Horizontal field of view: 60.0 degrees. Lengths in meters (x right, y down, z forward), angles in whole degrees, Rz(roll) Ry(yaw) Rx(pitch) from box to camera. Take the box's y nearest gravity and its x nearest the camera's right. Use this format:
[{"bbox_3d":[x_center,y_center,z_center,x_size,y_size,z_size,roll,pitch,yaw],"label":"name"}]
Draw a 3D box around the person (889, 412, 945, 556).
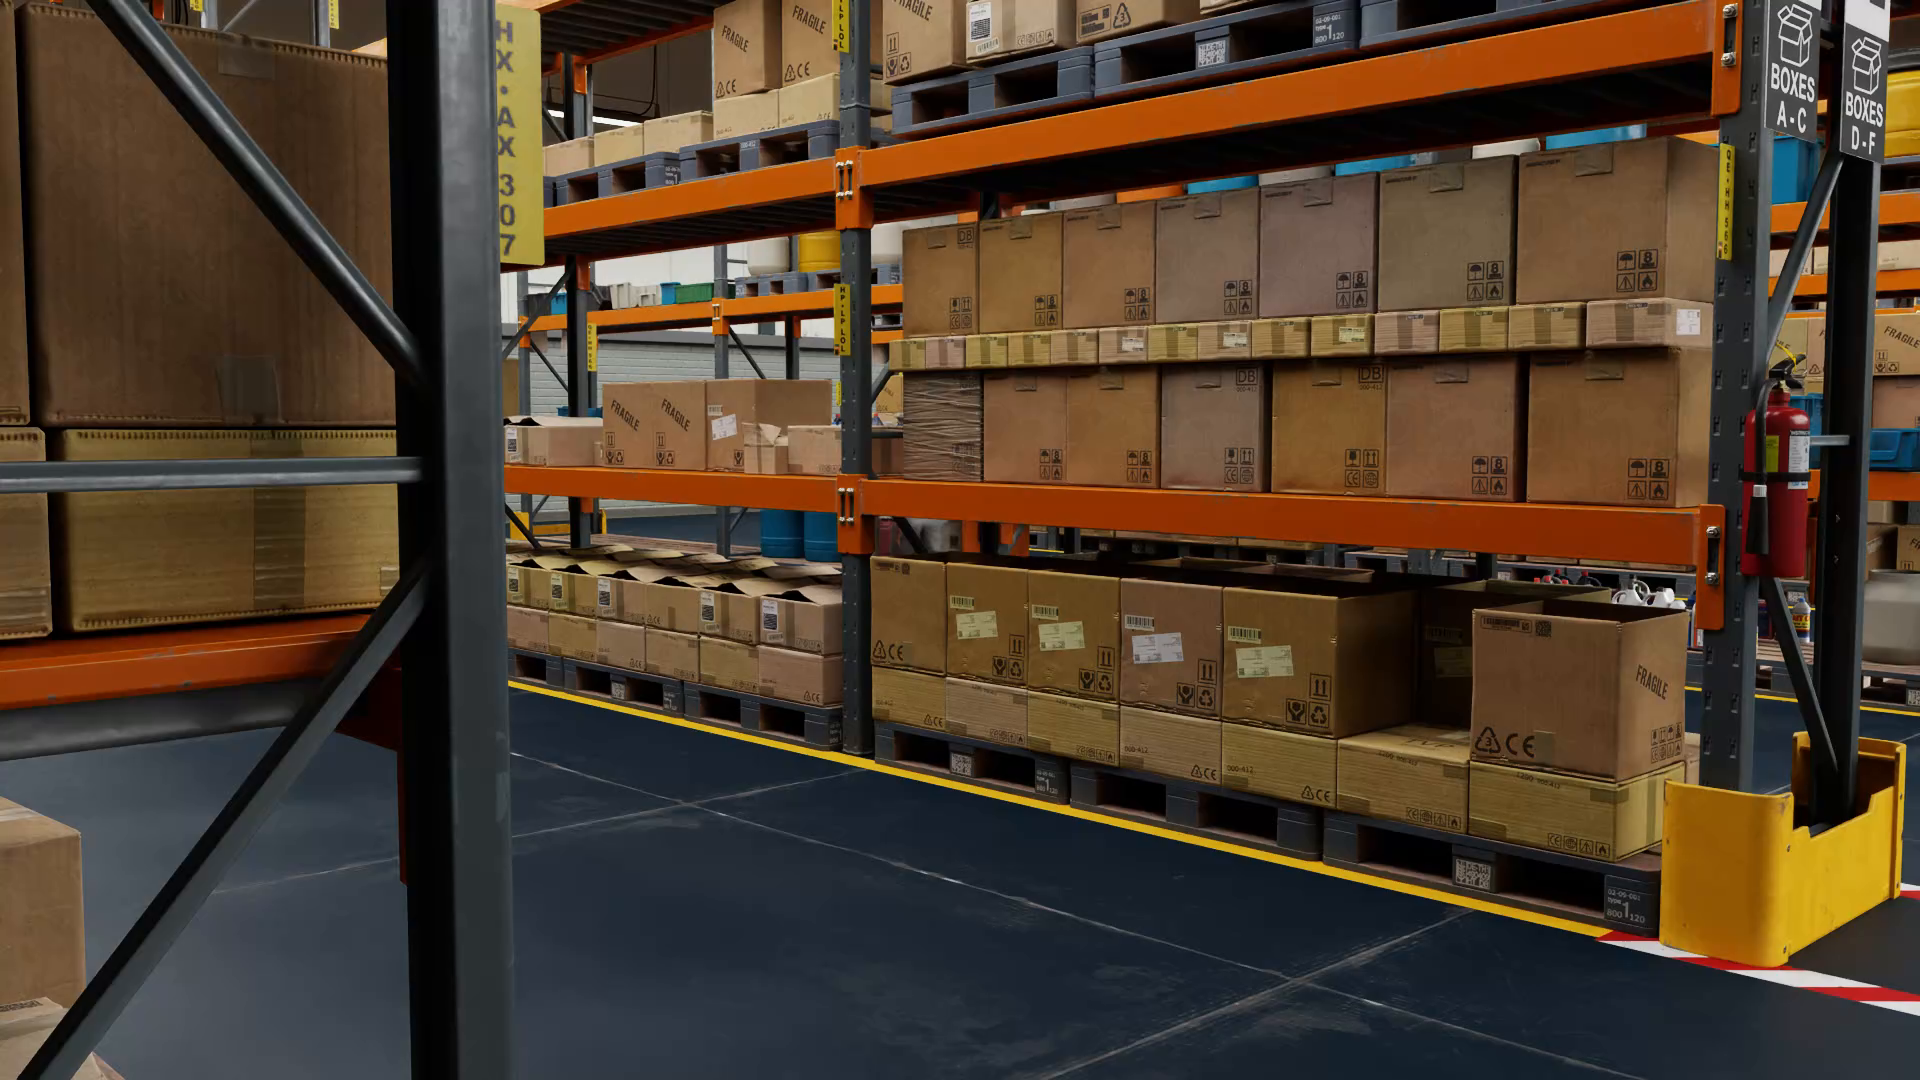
[{"bbox_3d":[-0.320,-0.140,12.354,0.450,1.630,0.910,-2,4,-25],"label":"person"}]
